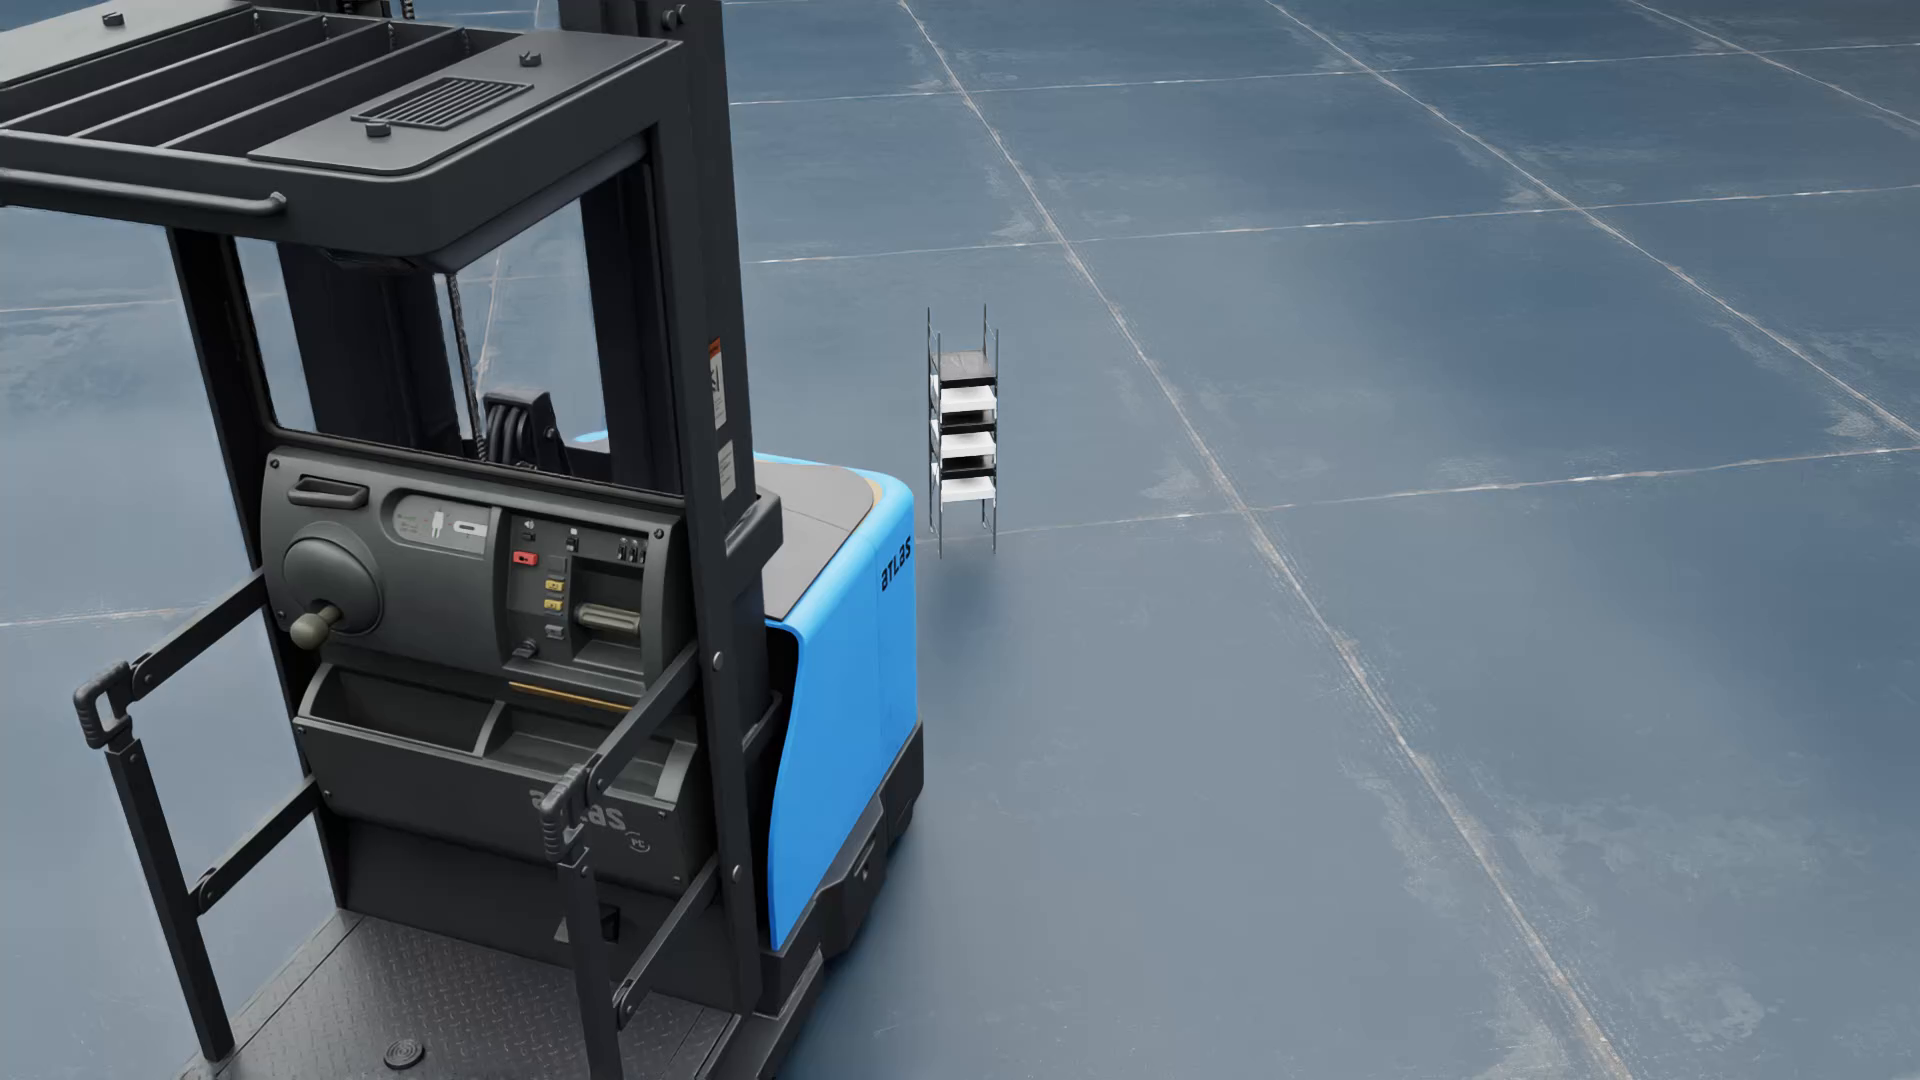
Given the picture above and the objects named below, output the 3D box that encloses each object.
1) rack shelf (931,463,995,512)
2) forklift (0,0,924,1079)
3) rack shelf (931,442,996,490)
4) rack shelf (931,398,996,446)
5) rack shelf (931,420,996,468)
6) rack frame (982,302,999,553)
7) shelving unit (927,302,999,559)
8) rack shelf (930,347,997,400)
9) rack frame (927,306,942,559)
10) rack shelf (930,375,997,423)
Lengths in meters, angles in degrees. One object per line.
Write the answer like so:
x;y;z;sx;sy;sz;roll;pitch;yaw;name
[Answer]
0.008;-0.205;6.131;0.200;0.077;0.258;-5;31;-9;rack shelf
-1.065;0.120;3.154;1.130;2.935;3.031;10;32;16;forklift
0.008;-0.282;6.086;0.200;0.077;0.258;-5;31;-9;rack shelf
0.008;-0.437;5.994;0.200;0.077;0.258;-5;31;-9;rack shelf
0.008;-0.360;6.040;0.200;0.077;0.258;-5;31;-9;rack shelf
0.108;-0.398;6.039;0.006;0.900;0.240;-5;31;-9;rack frame
0.008;-0.389;6.023;0.210;0.900;0.258;-5;31;-9;shelving unit
0.008;-0.593;5.903;0.200;0.077;0.258;-5;31;-9;rack shelf
-0.092;-0.379;6.007;0.006;0.900;0.240;-5;31;-9;rack frame
0.008;-0.515;5.949;0.200;0.077;0.258;-5;31;-9;rack shelf
